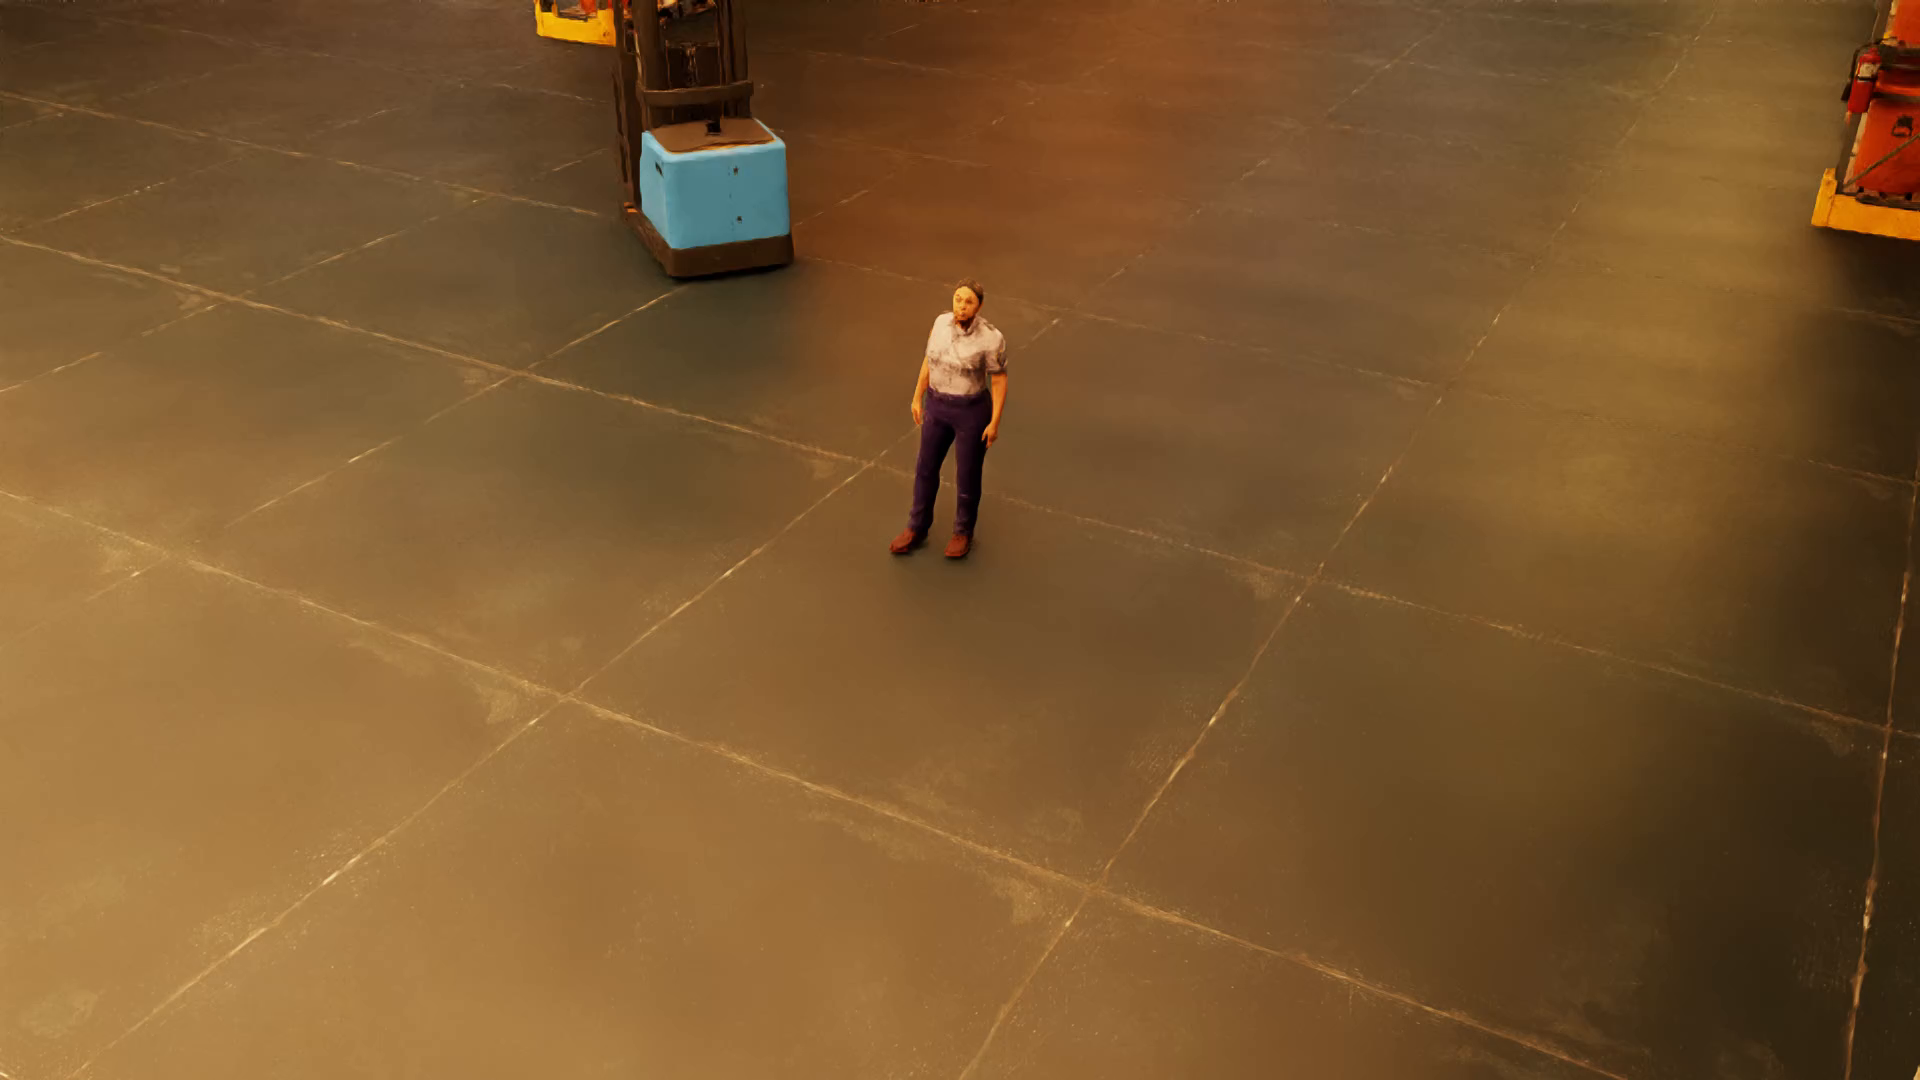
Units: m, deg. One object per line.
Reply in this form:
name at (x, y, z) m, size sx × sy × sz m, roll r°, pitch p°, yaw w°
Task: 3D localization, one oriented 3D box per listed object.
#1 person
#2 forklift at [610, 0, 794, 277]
person at (-0.063, -0.681, 9.532) m, size 0.599 × 1.637 × 0.502 m, roll 15°, pitch 33°, yaw 25°
forklift at (-2.430, -4.135, 14.235) m, size 1.130 × 2.935 × 3.031 m, roll -12°, pitch 32°, yaw -19°
